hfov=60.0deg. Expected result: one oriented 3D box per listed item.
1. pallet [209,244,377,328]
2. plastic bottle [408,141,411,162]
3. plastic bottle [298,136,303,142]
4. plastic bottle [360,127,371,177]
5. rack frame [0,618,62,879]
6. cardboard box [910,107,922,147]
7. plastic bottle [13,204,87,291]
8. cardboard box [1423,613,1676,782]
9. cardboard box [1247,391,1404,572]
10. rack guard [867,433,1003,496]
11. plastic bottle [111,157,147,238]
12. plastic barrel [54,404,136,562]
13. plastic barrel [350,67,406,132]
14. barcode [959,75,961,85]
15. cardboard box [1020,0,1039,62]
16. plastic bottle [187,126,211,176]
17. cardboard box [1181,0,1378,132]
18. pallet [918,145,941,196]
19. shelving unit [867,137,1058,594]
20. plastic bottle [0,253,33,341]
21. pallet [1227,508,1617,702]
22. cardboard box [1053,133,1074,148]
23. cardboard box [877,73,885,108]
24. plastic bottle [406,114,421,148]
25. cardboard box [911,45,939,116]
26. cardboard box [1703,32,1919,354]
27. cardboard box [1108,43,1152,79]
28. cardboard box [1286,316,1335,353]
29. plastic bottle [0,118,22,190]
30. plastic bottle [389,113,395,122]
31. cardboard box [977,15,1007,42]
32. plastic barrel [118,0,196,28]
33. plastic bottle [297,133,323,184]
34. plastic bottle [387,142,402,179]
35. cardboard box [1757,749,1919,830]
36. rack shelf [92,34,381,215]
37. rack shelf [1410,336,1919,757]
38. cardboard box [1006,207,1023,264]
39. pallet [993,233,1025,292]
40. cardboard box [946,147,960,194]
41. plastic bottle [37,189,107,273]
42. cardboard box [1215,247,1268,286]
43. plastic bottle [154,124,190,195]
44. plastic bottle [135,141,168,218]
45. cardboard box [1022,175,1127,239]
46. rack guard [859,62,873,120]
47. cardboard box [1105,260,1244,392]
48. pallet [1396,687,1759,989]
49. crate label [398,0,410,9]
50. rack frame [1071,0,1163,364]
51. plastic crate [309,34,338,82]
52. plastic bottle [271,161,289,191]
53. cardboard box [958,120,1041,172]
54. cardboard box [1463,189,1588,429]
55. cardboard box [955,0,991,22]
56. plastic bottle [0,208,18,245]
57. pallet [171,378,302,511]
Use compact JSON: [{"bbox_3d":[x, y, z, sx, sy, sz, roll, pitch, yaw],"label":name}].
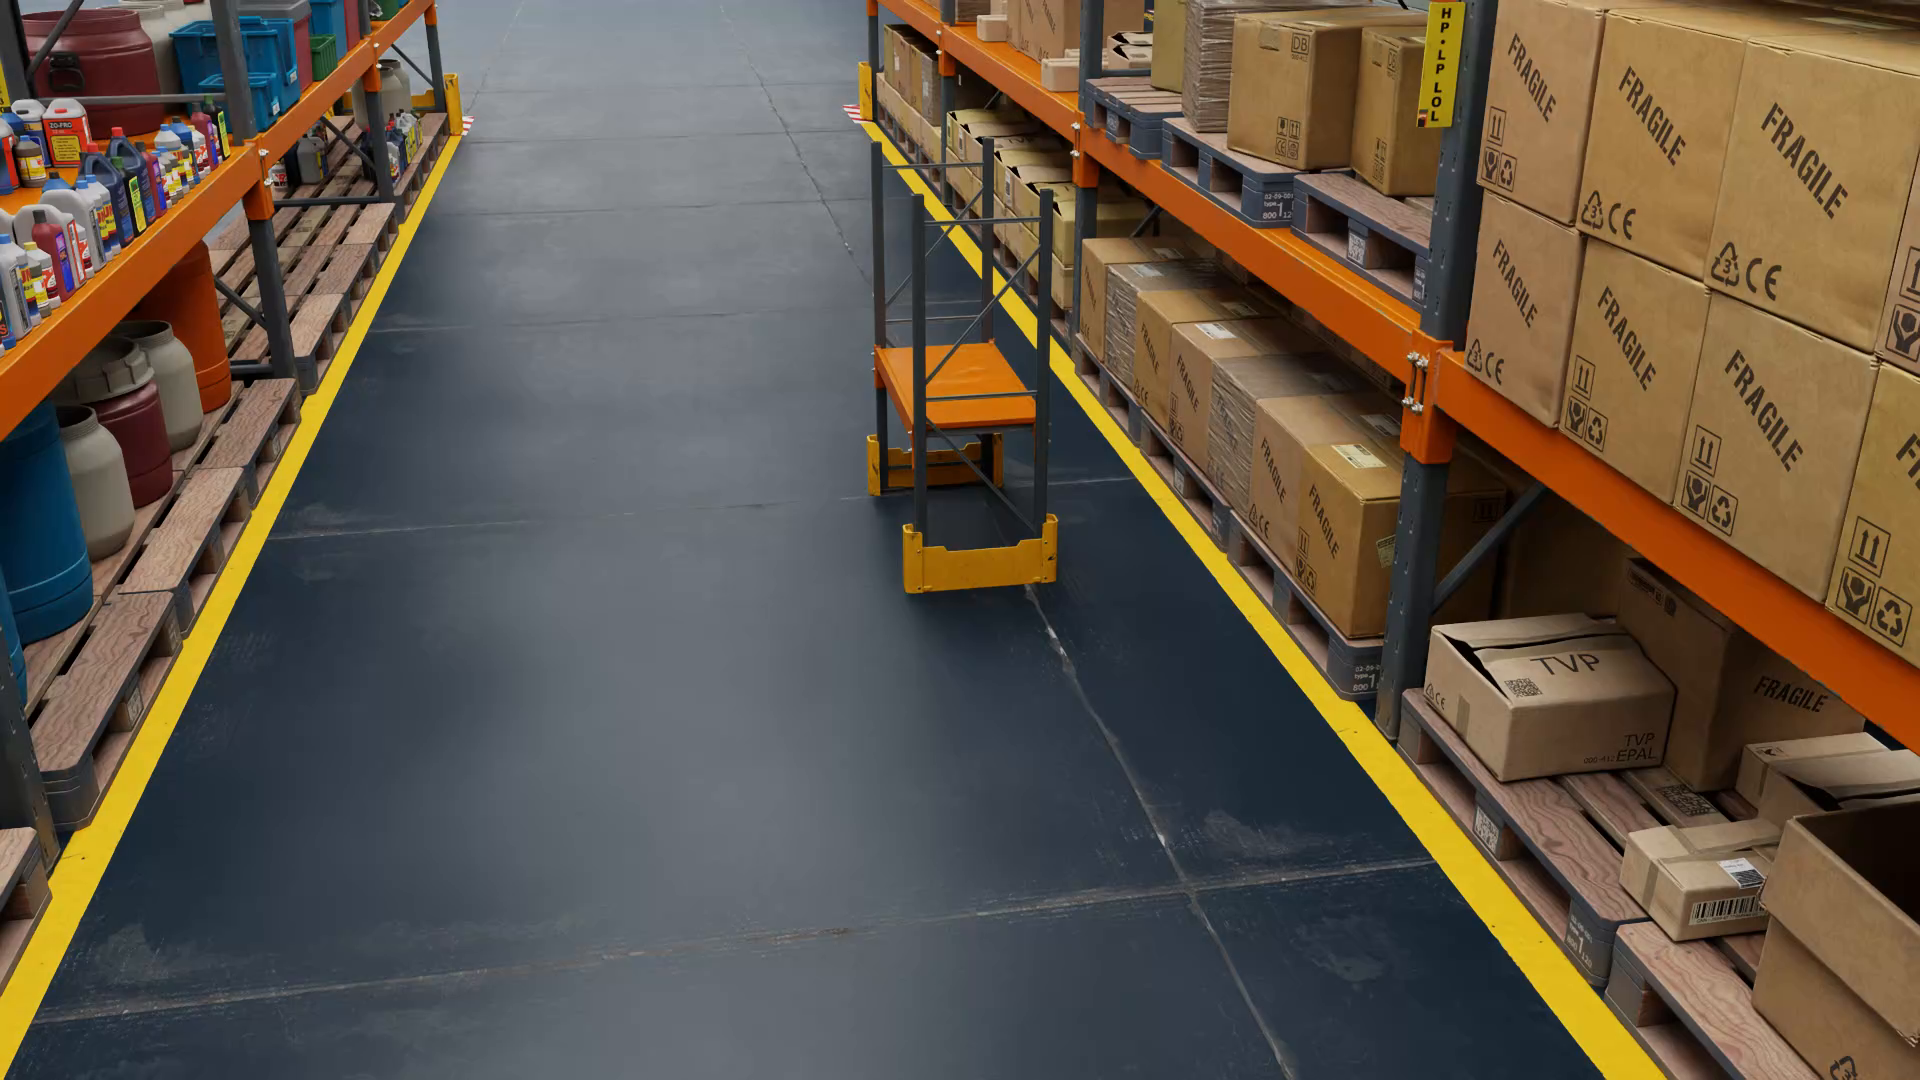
[{"bbox_3d":[-4.095,-1.507,9.937,1.003,0.211,1.213,-4,24,-10],"label":"pallet"},{"bbox_3d":[-4.313,-3.027,12.879,0.097,0.201,0.097,0,24,0],"label":"plastic bottle"},{"bbox_3d":[-5.005,-2.994,12.618,0.144,0.351,0.185,-4,24,-10],"label":"plastic bottle"},{"bbox_3d":[-4.390,-2.897,12.396,0.144,0.351,0.185,-4,24,-10],"label":"plastic bottle"},{"bbox_3d":[-3.028,-0.425,3.976,1.000,3.000,0.127,-4,24,-10],"label":"rack frame"},{"bbox_3d":[-0.129,-3.429,13.764,0.500,0.250,0.500,-4,24,-10],"label":"cardboard box"},{"bbox_3d":[-2.910,-0.943,5.316,0.152,0.276,0.135,-4,24,-10],"label":"plastic bottle"},{"bbox_3d":[1.706,0.421,4.848,0.500,0.311,0.500,-4,24,-10],"label":"cardboard box"},{"bbox_3d":[1.385,-0.215,6.067,0.500,0.500,0.500,-4,24,-10],"label":"cardboard box"},{"bbox_3d":[-0.106,-0.340,7.217,0.587,0.250,0.087,-4,24,-10],"label":"rack guard"},{"bbox_3d":[-3.003,-1.243,5.994,0.061,0.283,0.133,-4,24,-10],"label":"plastic bottle"},{"bbox_3d":[-3.259,-0.200,6.044,0.421,0.512,0.421,0,24,0],"label":"plastic barrel"},{"bbox_3d":[-4.957,-3.747,14.166,0.421,0.512,0.421,0,24,0],"label":"plastic barrel"},{"bbox_3d":[0.000,-3.302,11.937,0.001,0.075,0.075,-4,24,-10],"label":"barcode"},{"bbox_3d":[0.678,-3.275,10.377,0.500,0.500,0.500,-4,24,-10],"label":"cardboard box"},{"bbox_3d":[-3.227,-1.643,7.011,0.097,0.201,0.097,0,24,0],"label":"plastic bottle"},{"bbox_3d":[1.310,-1.989,6.906,0.700,0.500,0.500,0,24,0],"label":"cardboard box"},{"bbox_3d":[0.256,-2.975,13.298,1.003,0.211,1.213,-4,24,-10],"label":"pallet"},{"bbox_3d":[-0.014,-0.717,6.518,0.587,1.500,1.083,-4,24,-10],"label":"shelving unit"},{"bbox_3d":[-2.807,-0.723,4.812,0.152,0.276,0.135,-4,24,-10],"label":"plastic bottle"},{"bbox_3d":[1.653,0.170,6.096,1.003,0.211,1.213,-4,24,-10],"label":"pallet"},{"bbox_3d":[0.911,-2.588,11.138,0.500,0.311,0.500,-4,24,-10],"label":"cardboard box"},{"bbox_3d":[-0.498,-4.215,15.565,0.500,0.250,0.500,-4,24,-10],"label":"cardboard box"},{"bbox_3d":[-4.457,-3.308,13.429,0.152,0.276,0.135,-4,24,-9],"label":"plastic bottle"},{"bbox_3d":[-0.116,-3.773,13.616,0.500,0.500,0.500,-4,24,-10],"label":"cardboard box"},{"bbox_3d":[1.842,-0.683,3.192,0.500,0.500,0.500,-5,24,-11],"label":"cardboard box"},{"bbox_3d":[1.077,-2.469,8.767,0.500,0.311,0.500,-3,24,-6],"label":"cardboard box"},{"bbox_3d":[1.703,-0.660,7.087,0.500,0.500,0.500,-5,24,-12],"label":"cardboard box"},{"bbox_3d":[-3.920,-1.566,6.742,0.152,0.276,0.135,-4,24,-10],"label":"plastic bottle"},{"bbox_3d":[-4.561,-3.303,13.409,0.061,0.283,0.133,-4,24,-10],"label":"plastic bottle"},{"bbox_3d":[0.325,-3.458,11.235,0.380,0.149,0.250,-4,24,-10],"label":"cardboard box"},{"bbox_3d":[-4.245,-2.604,8.826,0.421,0.512,0.421,0,24,0],"label":"plastic barrel"},{"bbox_3d":[-4.768,-2.802,12.179,0.144,0.351,0.185,-4,24,-10],"label":"plastic bottle"},{"bbox_3d":[-4.222,-2.808,12.286,0.152,0.276,0.135,-3,24,-8],"label":"plastic bottle"},{"bbox_3d":[2.364,0.738,4.122,0.500,0.311,0.500,-4,24,-10],"label":"cardboard box"},{"bbox_3d":[-4.137,-2.456,9.524,1.077,0.370,4.000,-4,24,-10],"label":"rack shelf"},{"bbox_3d":[2.211,0.326,3.155,1.077,0.370,4.000,-4,24,-10],"label":"rack shelf"},{"bbox_3d":[0.575,-1.886,10.230,0.500,0.250,0.500,-4,24,-9],"label":"cardboard box"},{"bbox_3d":[0.765,-1.892,10.817,1.003,0.211,1.213,-4,24,-10],"label":"pallet"},{"bbox_3d":[0.193,-2.693,12.078,0.500,0.250,0.500,-5,24,-11],"label":"cardboard box"},{"bbox_3d":[-2.953,-1.034,5.525,0.152,0.276,0.135,-4,24,-10],"label":"plastic bottle"},{"bbox_3d":[1.519,-1.391,7.824,0.500,0.250,0.500,-3,24,-8],"label":"cardboard box"},{"bbox_3d":[-3.155,-1.522,6.647,0.097,0.271,0.097,0,24,0],"label":"plastic bottle"},{"bbox_3d":[-3.062,-1.368,6.281,0.061,0.283,0.133,-4,24,-10],"label":"plastic bottle"},{"bbox_3d":[0.660,-1.945,9.666,0.500,0.311,0.500,-5,24,-11],"label":"cardboard box"},{"bbox_3d":[-0.383,-4.374,16.141,1.175,0.500,0.348,-4,24,-10],"label":"rack guard"},{"bbox_3d":[1.007,-1.014,7.898,0.500,0.500,0.500,-5,24,-12],"label":"cardboard box"},{"bbox_3d":[1.967,0.758,4.752,1.003,0.211,1.213,-4,24,-10],"label":"pallet"},{"bbox_3d":[-4.641,-4.458,13.165,0.502,0.435,0.616,-4,24,-10],"label":"crate label"},{"bbox_3d":[1.101,-2.364,8.415,1.000,3.000,0.127,-4,24,-10],"label":"rack frame"},{"bbox_3d":[-3.908,-2.811,9.703,0.450,0.188,0.662,-4,24,-10],"label":"plastic crate"},{"bbox_3d":[-4.880,-2.611,11.927,0.097,0.201,0.097,0,24,0],"label":"plastic bottle"},{"bbox_3d":[0.281,-2.748,11.505,0.500,0.311,0.500,-5,24,-10],"label":"cardboard box"},{"bbox_3d":[1.667,-0.616,4.287,0.500,0.500,0.500,-4,24,-8],"label":"cardboard box"},{"bbox_3d":[0.273,-4.157,12.396,0.700,0.500,0.500,-5,24,-11],"label":"cardboard box"},{"bbox_3d":[-3.060,-0.932,5.290,0.152,0.276,0.135,-4,24,-10],"label":"plastic bottle"},{"bbox_3d":[-3.581,-0.414,7.434,1.003,0.211,1.213,-4,24,-10],"label":"pallet"}]
